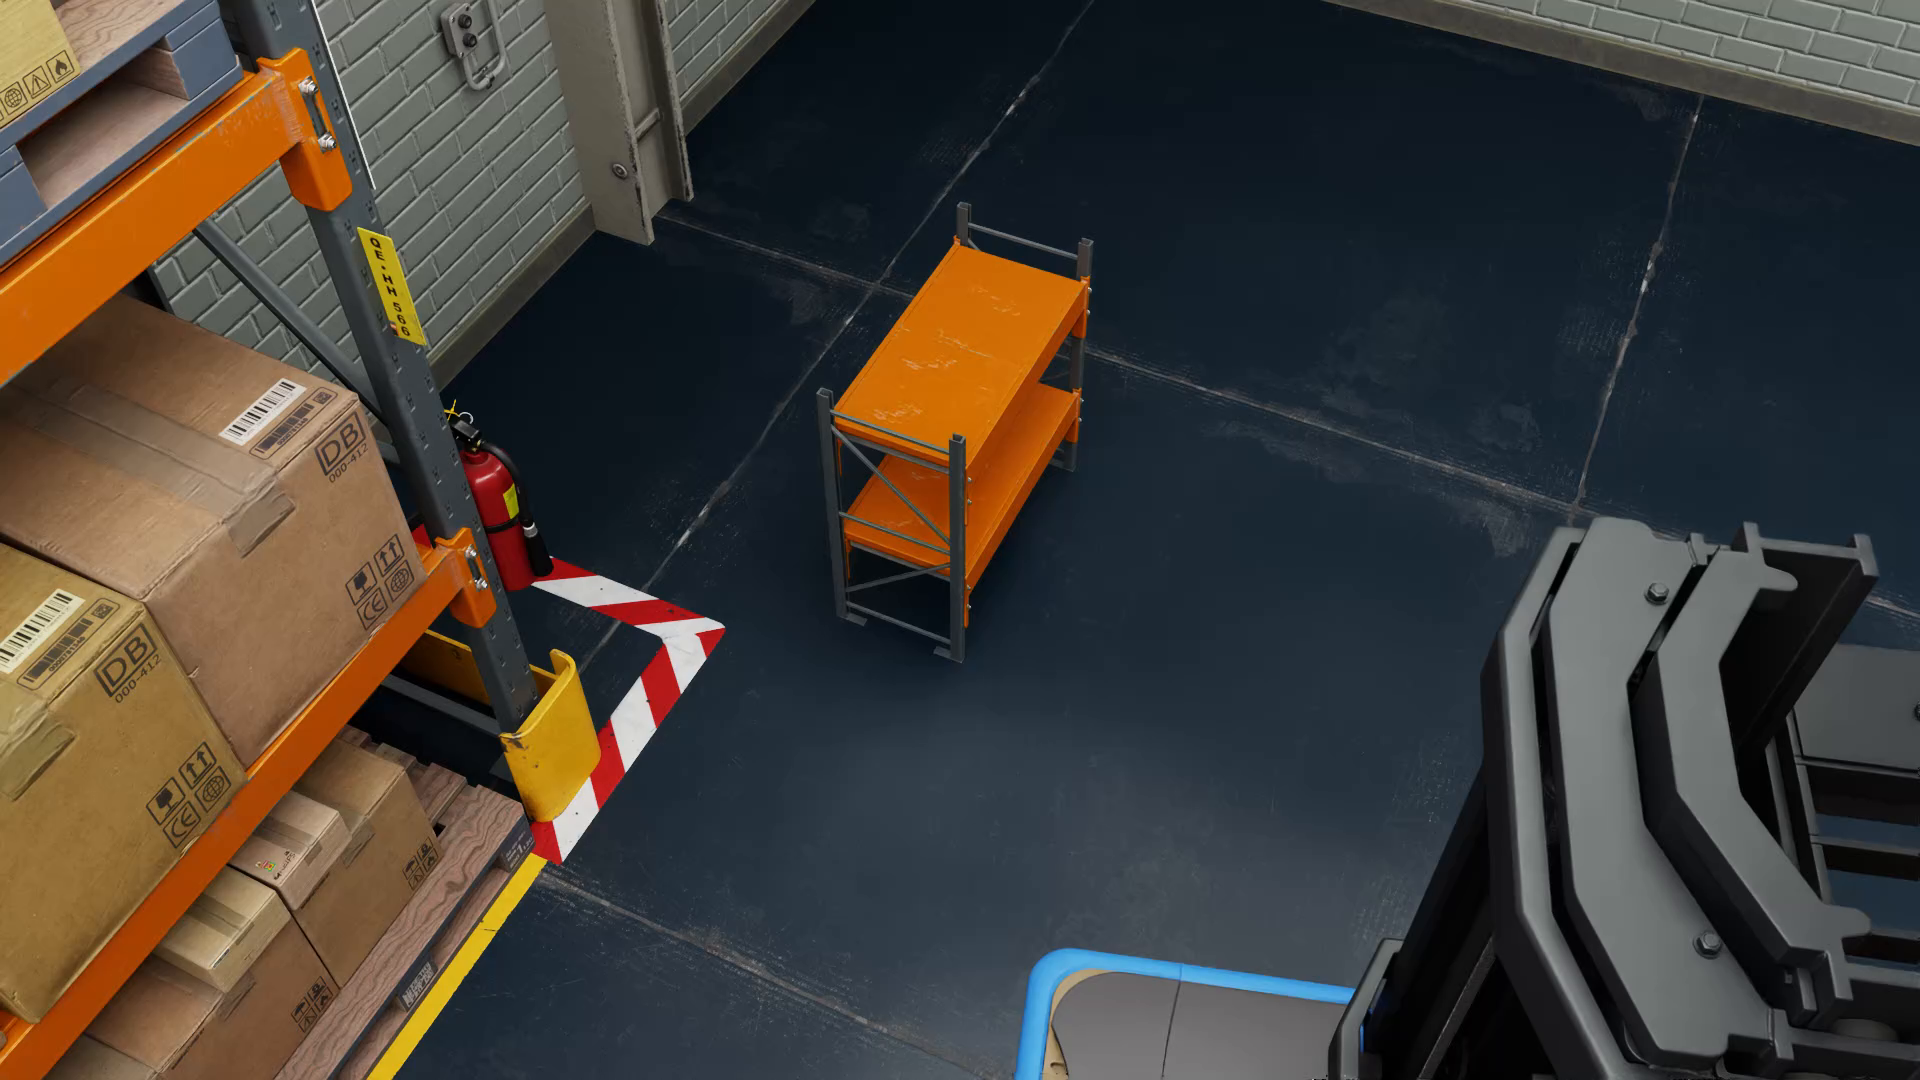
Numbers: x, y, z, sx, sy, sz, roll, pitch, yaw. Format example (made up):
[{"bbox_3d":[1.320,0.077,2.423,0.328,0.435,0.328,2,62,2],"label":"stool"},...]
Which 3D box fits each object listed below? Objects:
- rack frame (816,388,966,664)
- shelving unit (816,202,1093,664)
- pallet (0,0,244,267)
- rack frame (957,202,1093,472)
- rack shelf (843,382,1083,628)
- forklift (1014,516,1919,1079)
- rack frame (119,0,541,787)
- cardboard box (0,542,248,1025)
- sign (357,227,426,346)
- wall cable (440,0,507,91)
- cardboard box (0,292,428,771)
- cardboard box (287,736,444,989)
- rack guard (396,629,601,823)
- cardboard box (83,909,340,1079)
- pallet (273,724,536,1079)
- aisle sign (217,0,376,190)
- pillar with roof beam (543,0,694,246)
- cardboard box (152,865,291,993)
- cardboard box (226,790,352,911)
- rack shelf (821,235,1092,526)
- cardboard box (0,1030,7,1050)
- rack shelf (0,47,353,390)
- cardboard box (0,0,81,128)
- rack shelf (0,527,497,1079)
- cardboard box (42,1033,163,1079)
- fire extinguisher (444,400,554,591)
[{"bbox_3d":[-0.214,-0.019,5.528,0.500,1.125,0.032,20,52,16],"label":"rack frame"},{"bbox_3d":[0.003,-0.369,5.826,0.538,1.125,1.048,20,52,16],"label":"shelving unit"},{"bbox_3d":[-2.112,-0.749,3.006,1.003,0.211,1.213,20,52,16],"label":"pallet"},{"bbox_3d":[0.220,-0.719,6.123,0.500,1.125,0.032,20,52,16],"label":"rack frame"},{"bbox_3d":[0.003,-0.211,6.012,0.538,0.278,1.000,20,52,16],"label":"rack shelf"},{"bbox_3d":[1.584,1.265,3.249,3.031,2.935,1.130,7,50,6],"label":"forklift"},{"bbox_3d":[-1.805,-0.319,4.552,1.000,3.000,0.127,20,52,16],"label":"rack frame"},{"bbox_3d":[-2.314,0.442,3.707,0.980,0.700,0.700,19,52,16],"label":"cardboard box"},{"bbox_3d":[-1.320,-0.585,3.863,0.100,0.325,0.005,20,52,16],"label":"sign"},{"bbox_3d":[-2.113,-1.838,5.177,0.084,1.984,1.851,20,52,16],"label":"wall cable"},{"bbox_3d":[-2.014,-0.062,4.136,0.980,0.700,0.700,22,53,18],"label":"cardboard box"},{"bbox_3d":[-2.013,0.869,4.906,0.700,0.500,0.500,20,52,16],"label":"cardboard box"},{"bbox_3d":[-1.795,0.474,5.518,1.175,0.500,0.348,20,52,16],"label":"rack guard"},{"bbox_3d":[-2.227,1.214,4.613,0.700,0.500,0.500,20,52,16],"label":"cardboard box"},{"bbox_3d":[-2.076,1.160,5.124,1.003,0.211,1.213,20,52,16],"label":"pallet"},{"bbox_3d":[-1.503,-1.114,3.521,0.394,0.787,0.004,20,52,16],"label":"aisle sign"},{"bbox_3d":[2.459,-3.003,2.897,9.100,9.000,0.400,20,52,16],"label":"pillar with roof beam"},{"bbox_3d":[-2.012,0.983,4.384,0.380,0.149,0.250,21,53,17],"label":"cardboard box"},{"bbox_3d":[-1.904,0.807,4.534,0.380,0.149,0.250,19,52,16],"label":"cardboard box"},{"bbox_3d":[0.003,-0.559,5.603,0.538,0.278,1.000,20,52,16],"label":"rack shelf"},{"bbox_3d":[-2.648,0.964,3.263,0.980,0.700,0.700,18,52,14],"label":"cardboard box"},{"bbox_3d":[-2.659,0.319,2.512,1.077,0.370,4.000,20,52,16],"label":"rack shelf"},{"bbox_3d":[-1.878,-0.821,2.766,0.500,0.250,0.500,21,53,17],"label":"cardboard box"},{"bbox_3d":[-2.659,1.291,3.654,1.077,0.370,4.000,20,52,16],"label":"rack shelf"},{"bbox_3d":[-2.441,1.560,4.318,0.700,0.500,0.500,18,52,15],"label":"cardboard box"},{"bbox_3d":[-1.323,-0.127,4.684,0.296,0.674,0.183,20,52,16],"label":"fire extinguisher"}]
